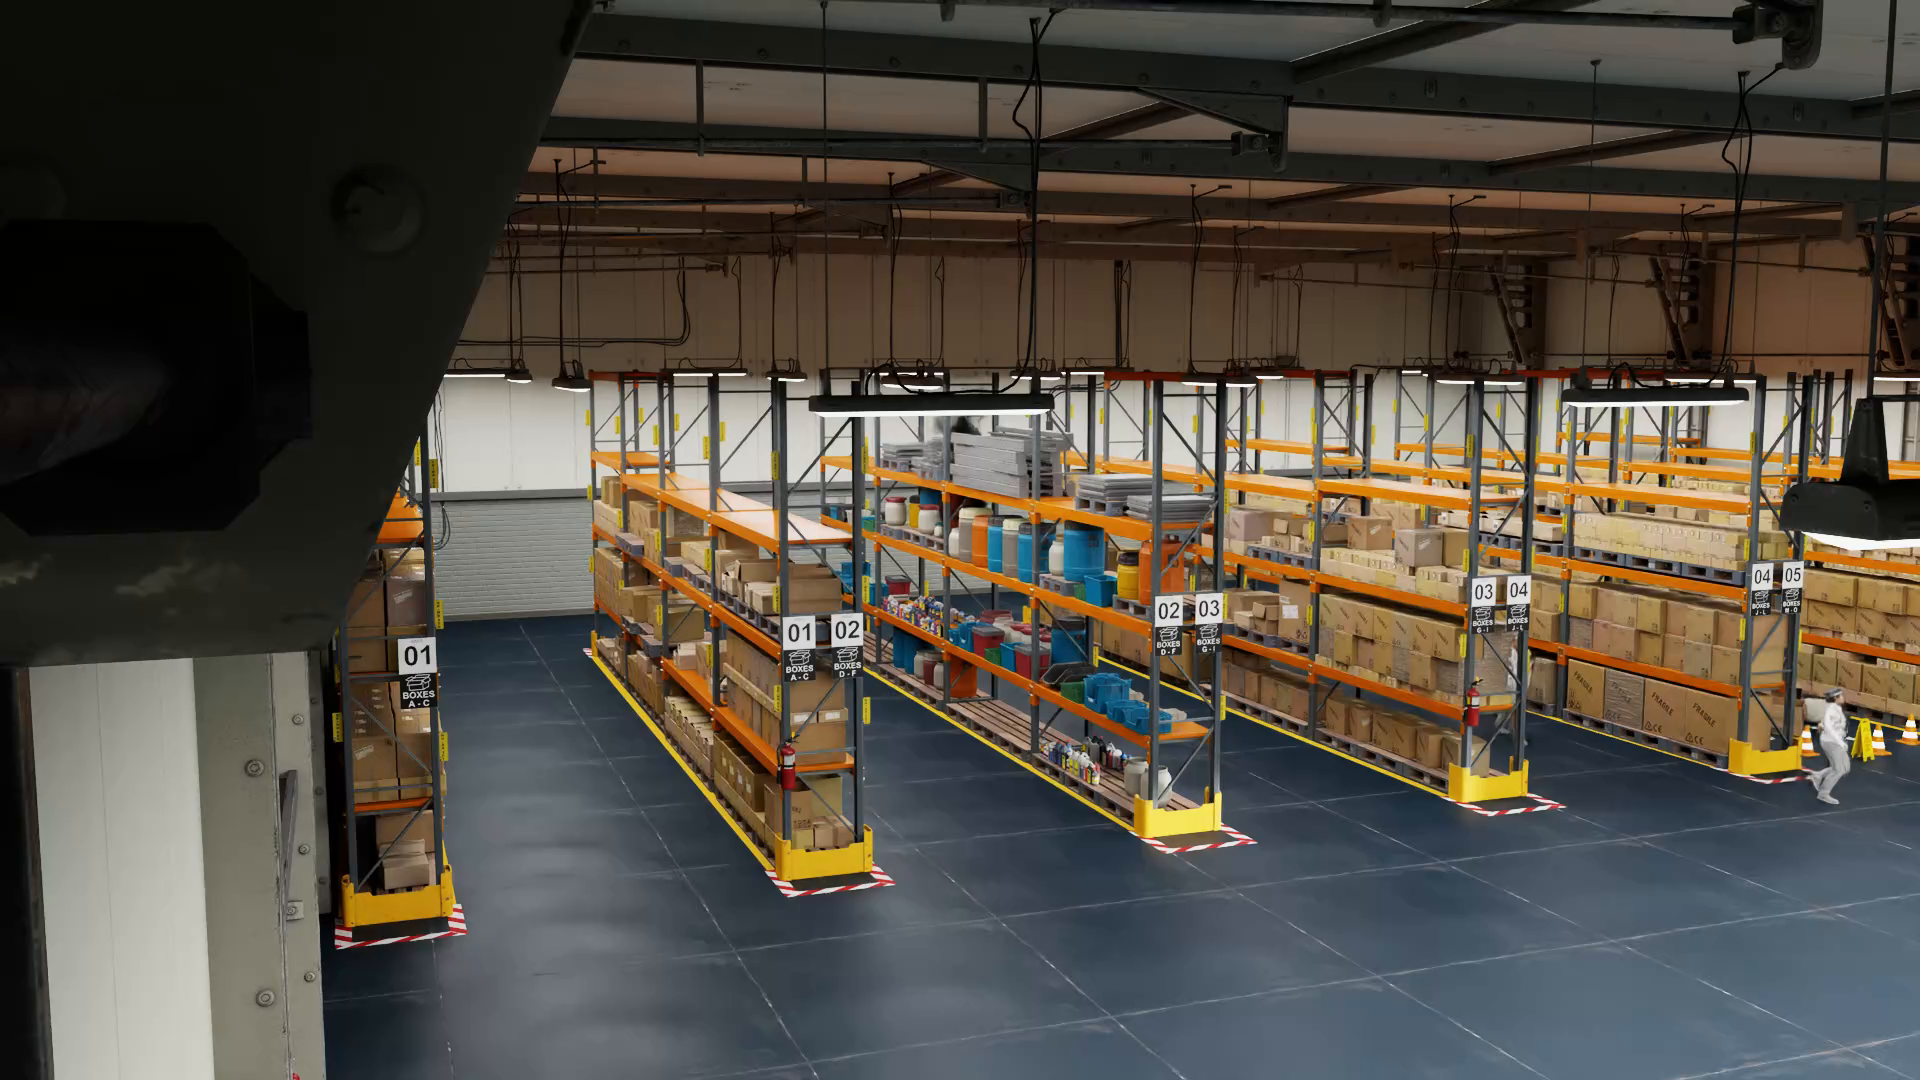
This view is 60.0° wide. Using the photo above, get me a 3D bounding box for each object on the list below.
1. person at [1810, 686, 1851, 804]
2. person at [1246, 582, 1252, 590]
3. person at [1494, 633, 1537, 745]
[{"bbox_3d":[12.429,2.893,23.700,0.506,1.637,0.665,4,8,33],"label":"person"},{"bbox_3d":[5.814,1.725,33.884,0.545,1.733,0.713,-3,7,-27],"label":"person"},{"bbox_3d":[9.152,2.412,27.374,0.631,1.844,0.817,-3,7,-28],"label":"person"}]
